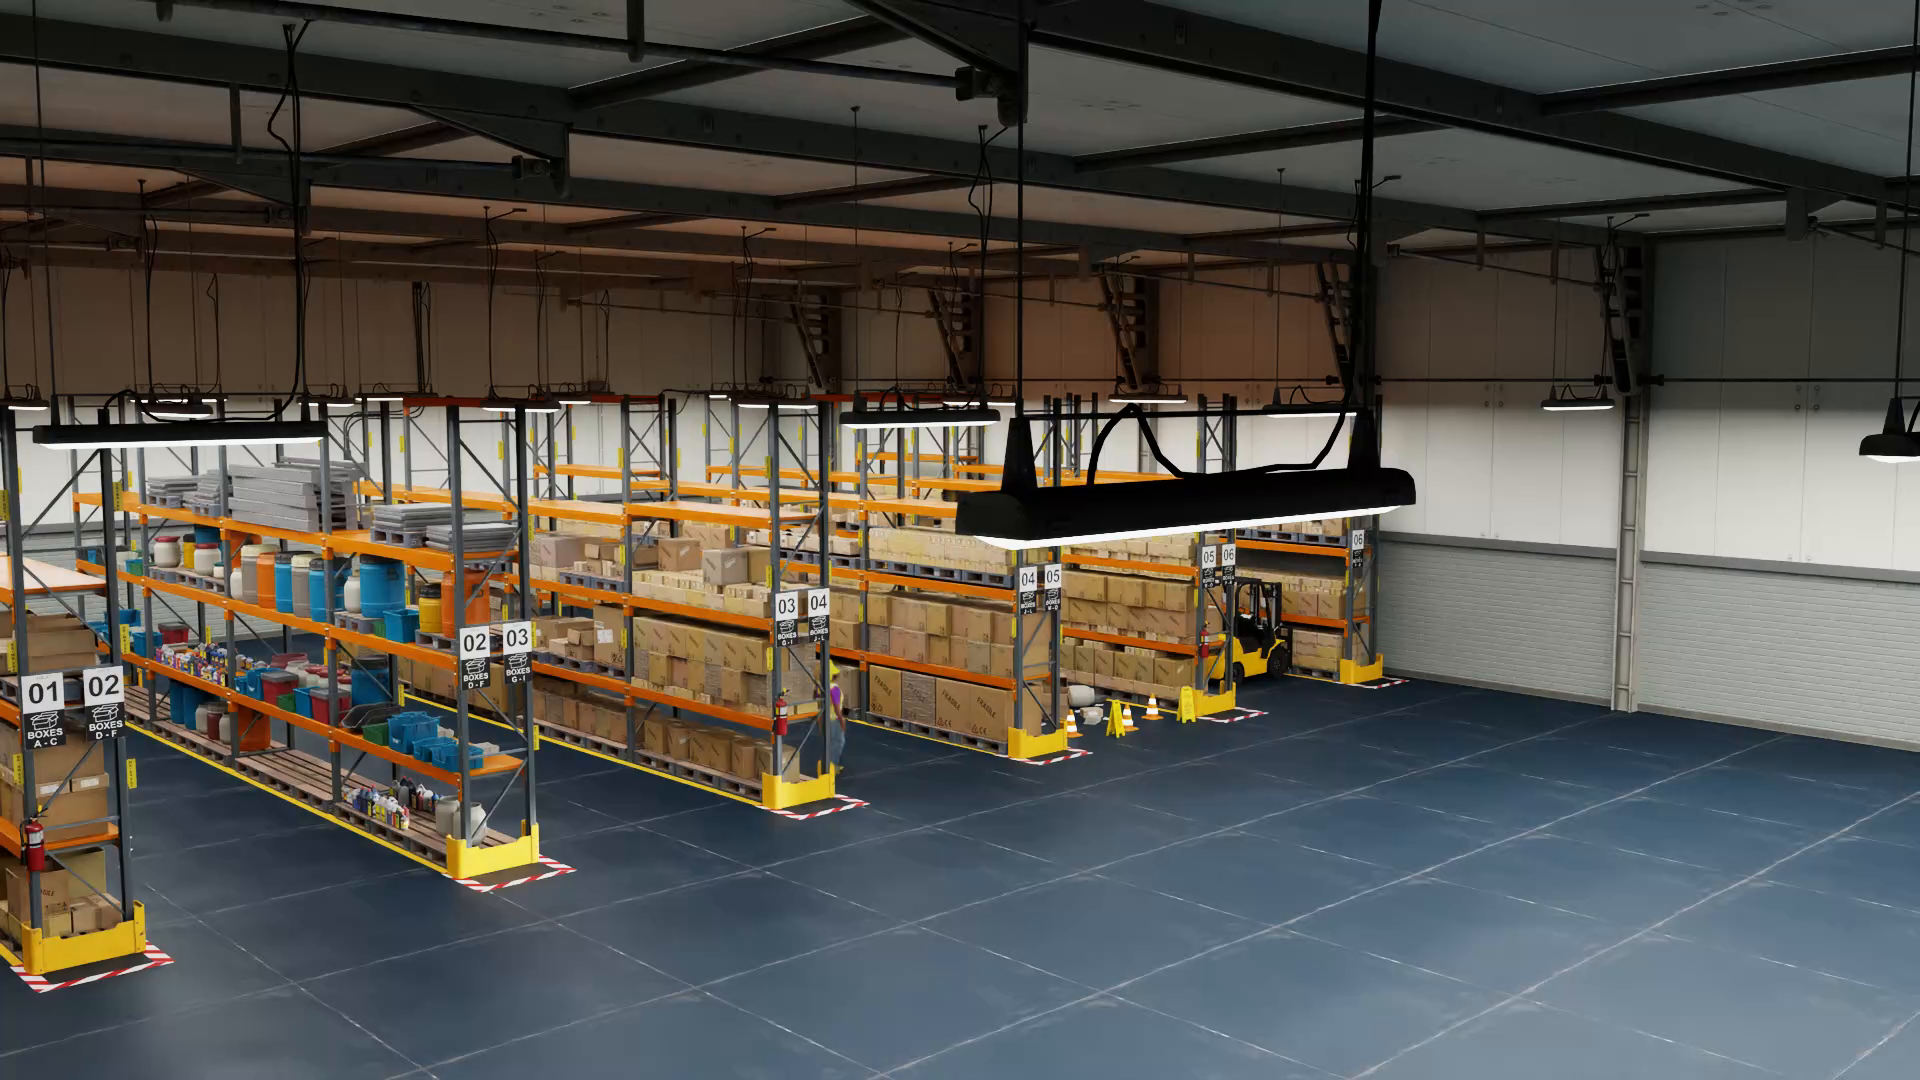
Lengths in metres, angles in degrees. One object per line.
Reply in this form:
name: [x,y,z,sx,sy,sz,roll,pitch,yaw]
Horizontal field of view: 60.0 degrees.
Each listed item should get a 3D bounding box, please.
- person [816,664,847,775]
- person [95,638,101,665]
person: [-2.072,2.914,26.826,0.410,1.837,0.619,-3,6,-24]
person: [-15.513,2.594,29.813,0.496,1.829,0.572,2,6,15]
